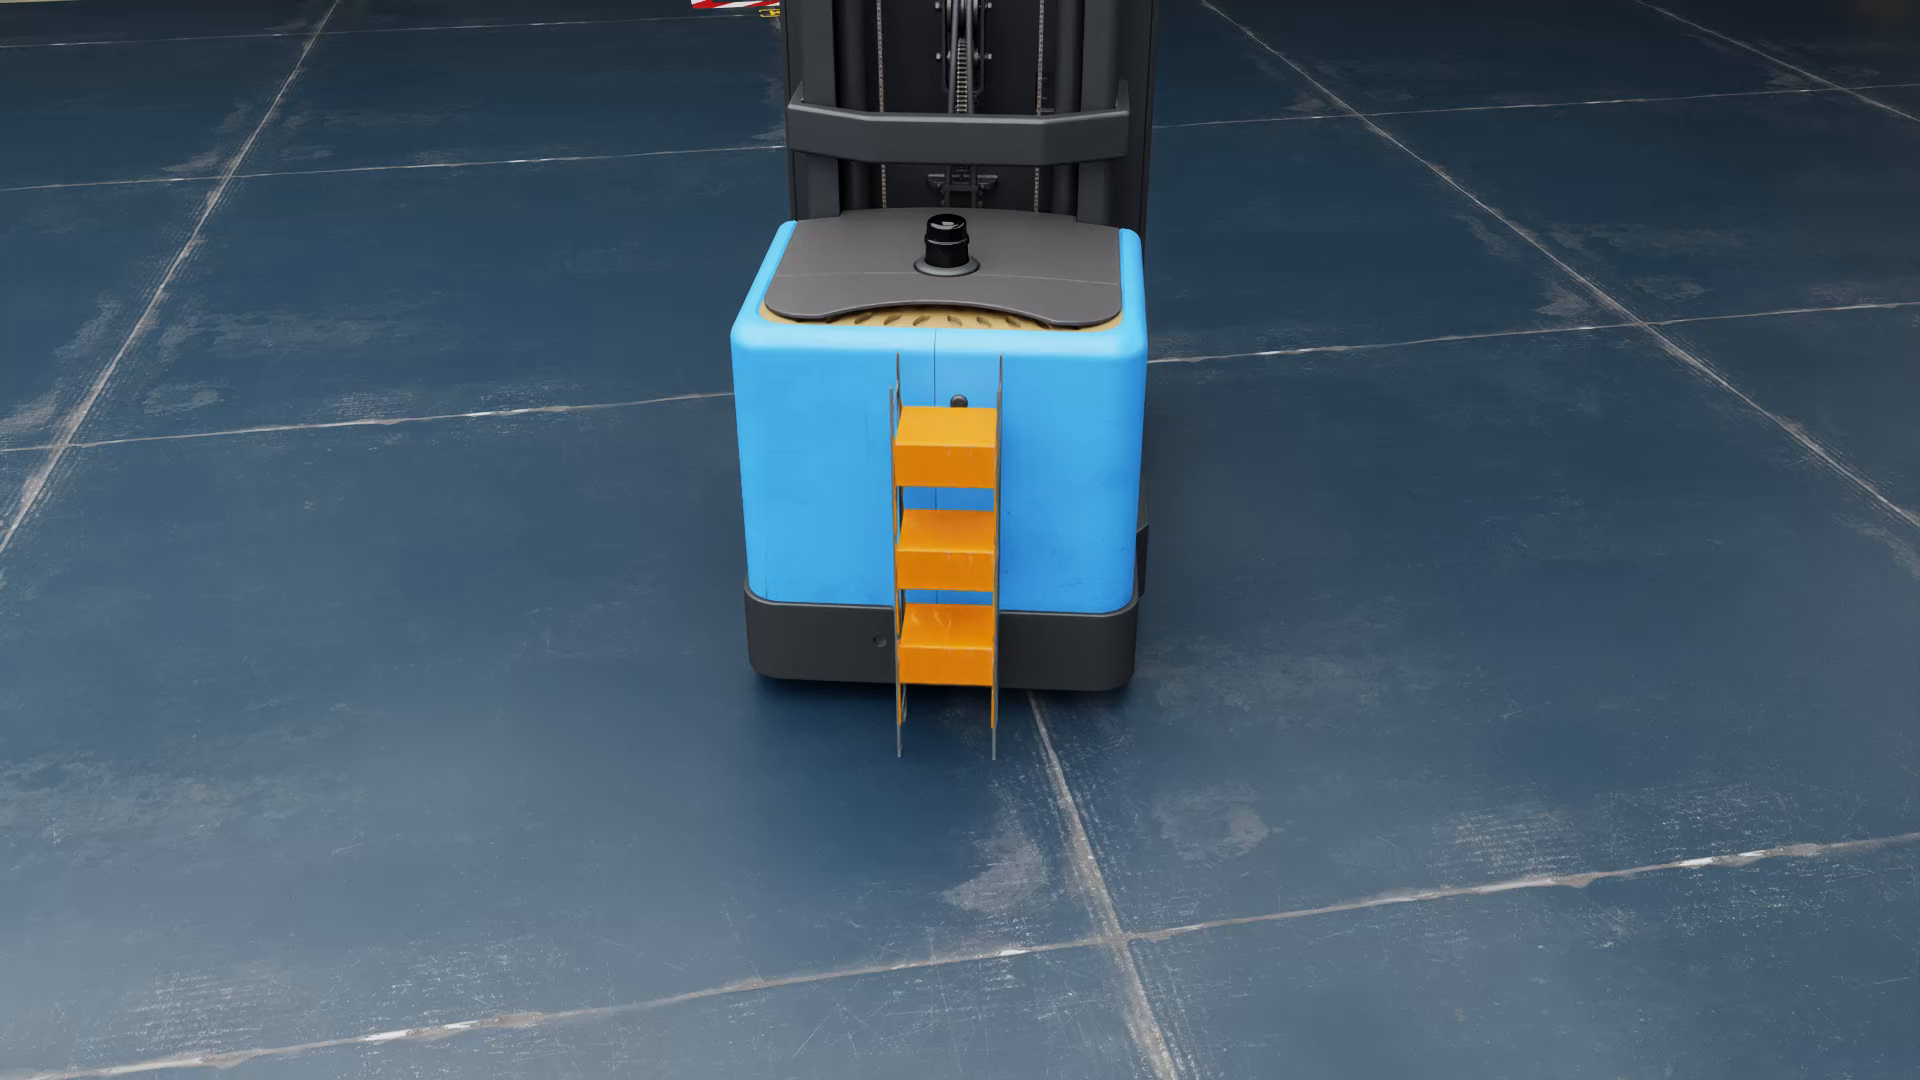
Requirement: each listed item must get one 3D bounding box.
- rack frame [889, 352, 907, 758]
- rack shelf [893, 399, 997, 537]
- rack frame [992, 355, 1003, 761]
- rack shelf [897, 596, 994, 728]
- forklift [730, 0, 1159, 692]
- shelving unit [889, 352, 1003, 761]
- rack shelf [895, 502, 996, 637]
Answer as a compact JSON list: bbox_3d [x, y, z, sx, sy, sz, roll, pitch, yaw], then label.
[{"bbox_3d":[-0.152,0.060,4.113,0.008,1.050,0.200,2,30,3],"label":"rack frame"},{"bbox_3d":[-0.030,-0.173,3.969,0.240,0.259,0.215,2,30,3],"label":"rack shelf"},{"bbox_3d":[0.092,0.066,4.102,0.008,1.050,0.200,2,30,3],"label":"rack frame"},{"bbox_3d":[-0.030,0.312,4.253,0.240,0.259,0.215,2,30,3],"label":"rack shelf"},{"bbox_3d":[0.043,-1.578,5.042,1.130,2.935,3.031,2,31,3],"label":"forklift"},{"bbox_3d":[-0.030,0.063,4.107,0.252,1.050,0.215,2,30,3],"label":"shelving unit"},{"bbox_3d":[-0.030,0.072,4.113,0.240,0.259,0.215,2,30,3],"label":"rack shelf"}]
